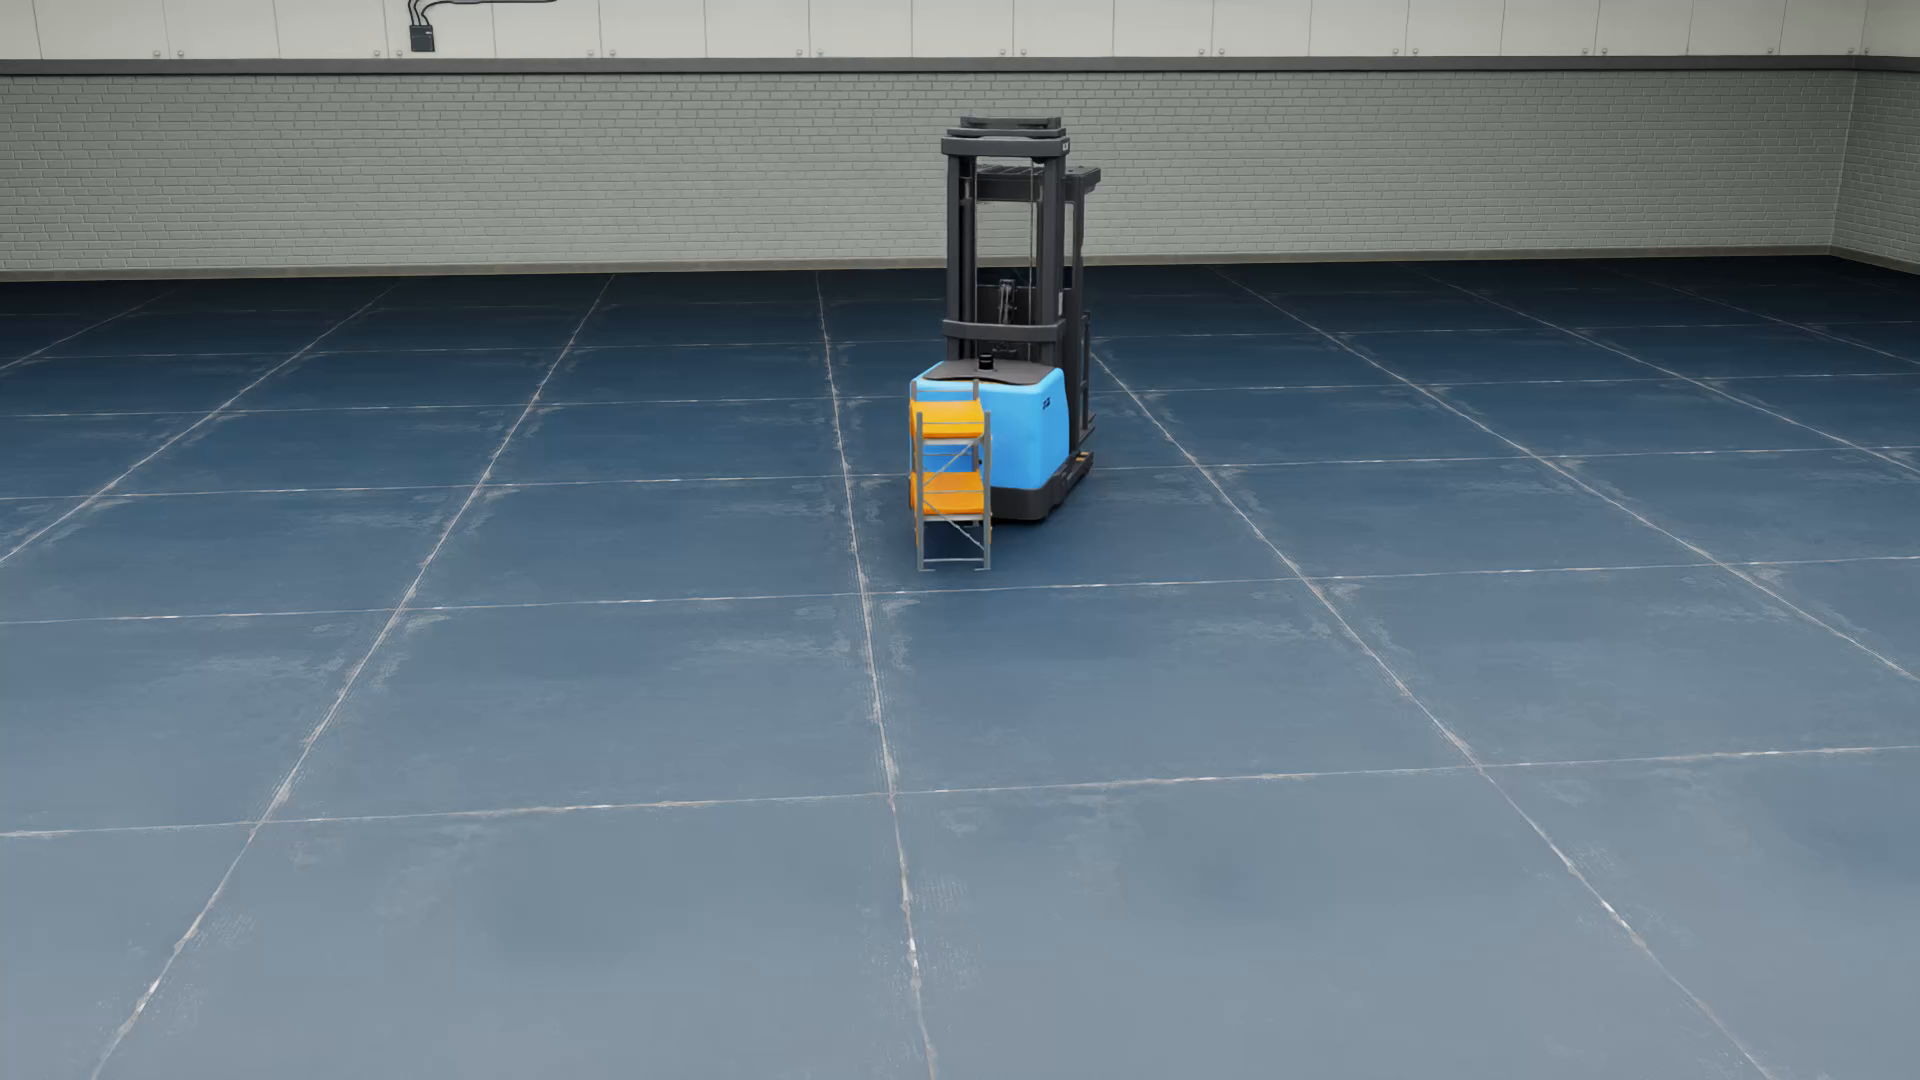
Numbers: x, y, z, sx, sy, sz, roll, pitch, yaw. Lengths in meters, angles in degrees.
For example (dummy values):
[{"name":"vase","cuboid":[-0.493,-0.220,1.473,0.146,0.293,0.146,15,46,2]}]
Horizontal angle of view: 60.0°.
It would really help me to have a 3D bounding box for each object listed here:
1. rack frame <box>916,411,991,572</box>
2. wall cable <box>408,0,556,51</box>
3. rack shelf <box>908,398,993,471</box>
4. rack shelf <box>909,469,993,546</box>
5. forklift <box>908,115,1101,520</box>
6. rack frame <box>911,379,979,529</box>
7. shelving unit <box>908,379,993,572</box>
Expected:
[{"name":"rack frame","cuboid":[-0.044,-0.324,11.332,0.500,1.125,0.032,-1,17,-4]},{"name":"wall cable","cuboid":[-6.664,-9.870,22.913,2.305,6.003,0.169,-2,18,-6]},{"name":"rack shelf","cuboid":[-0.077,-0.755,11.728,0.538,0.278,1.000,-1,17,-4]},{"name":"rack shelf","cuboid":[-0.077,-0.243,11.889,0.538,0.278,1.000,-1,17,-4]},{"name":"forklift","cuboid":[0.500,-1.947,13.484,1.130,2.935,3.031,5,18,15]},{"name":"rack frame","cuboid":[-0.110,-0.628,12.300,0.500,1.125,0.032,-1,17,-4]},{"name":"shelving unit","cuboid":[-0.077,-0.476,11.816,0.538,1.125,1.048,-1,17,-4]}]
